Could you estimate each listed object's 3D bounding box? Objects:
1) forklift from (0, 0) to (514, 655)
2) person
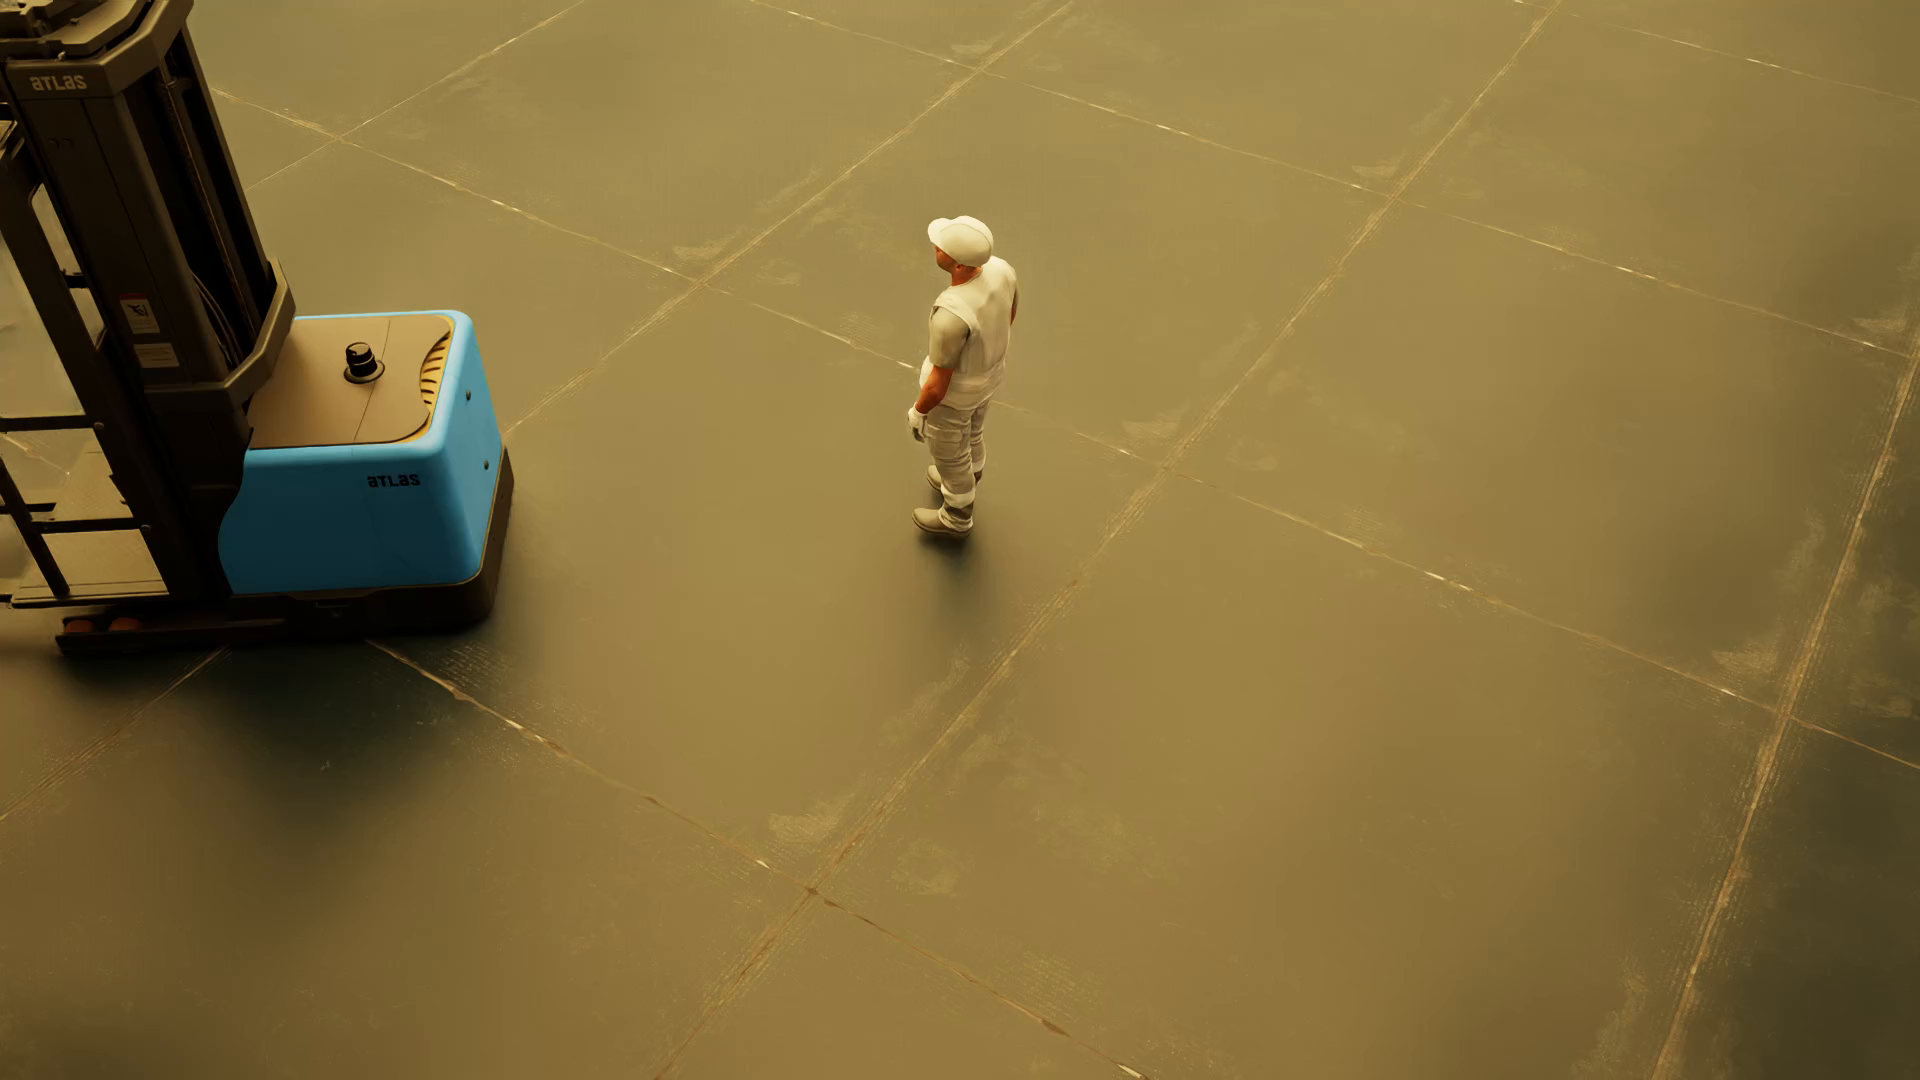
[{"bbox_3d":[-3.669,-0.927,6.826,3.031,2.935,1.130,-3,44,-3],"label":"forklift"},{"bbox_3d":[-0.061,-0.720,7.369,0.564,1.786,0.638,24,48,23],"label":"person"}]
